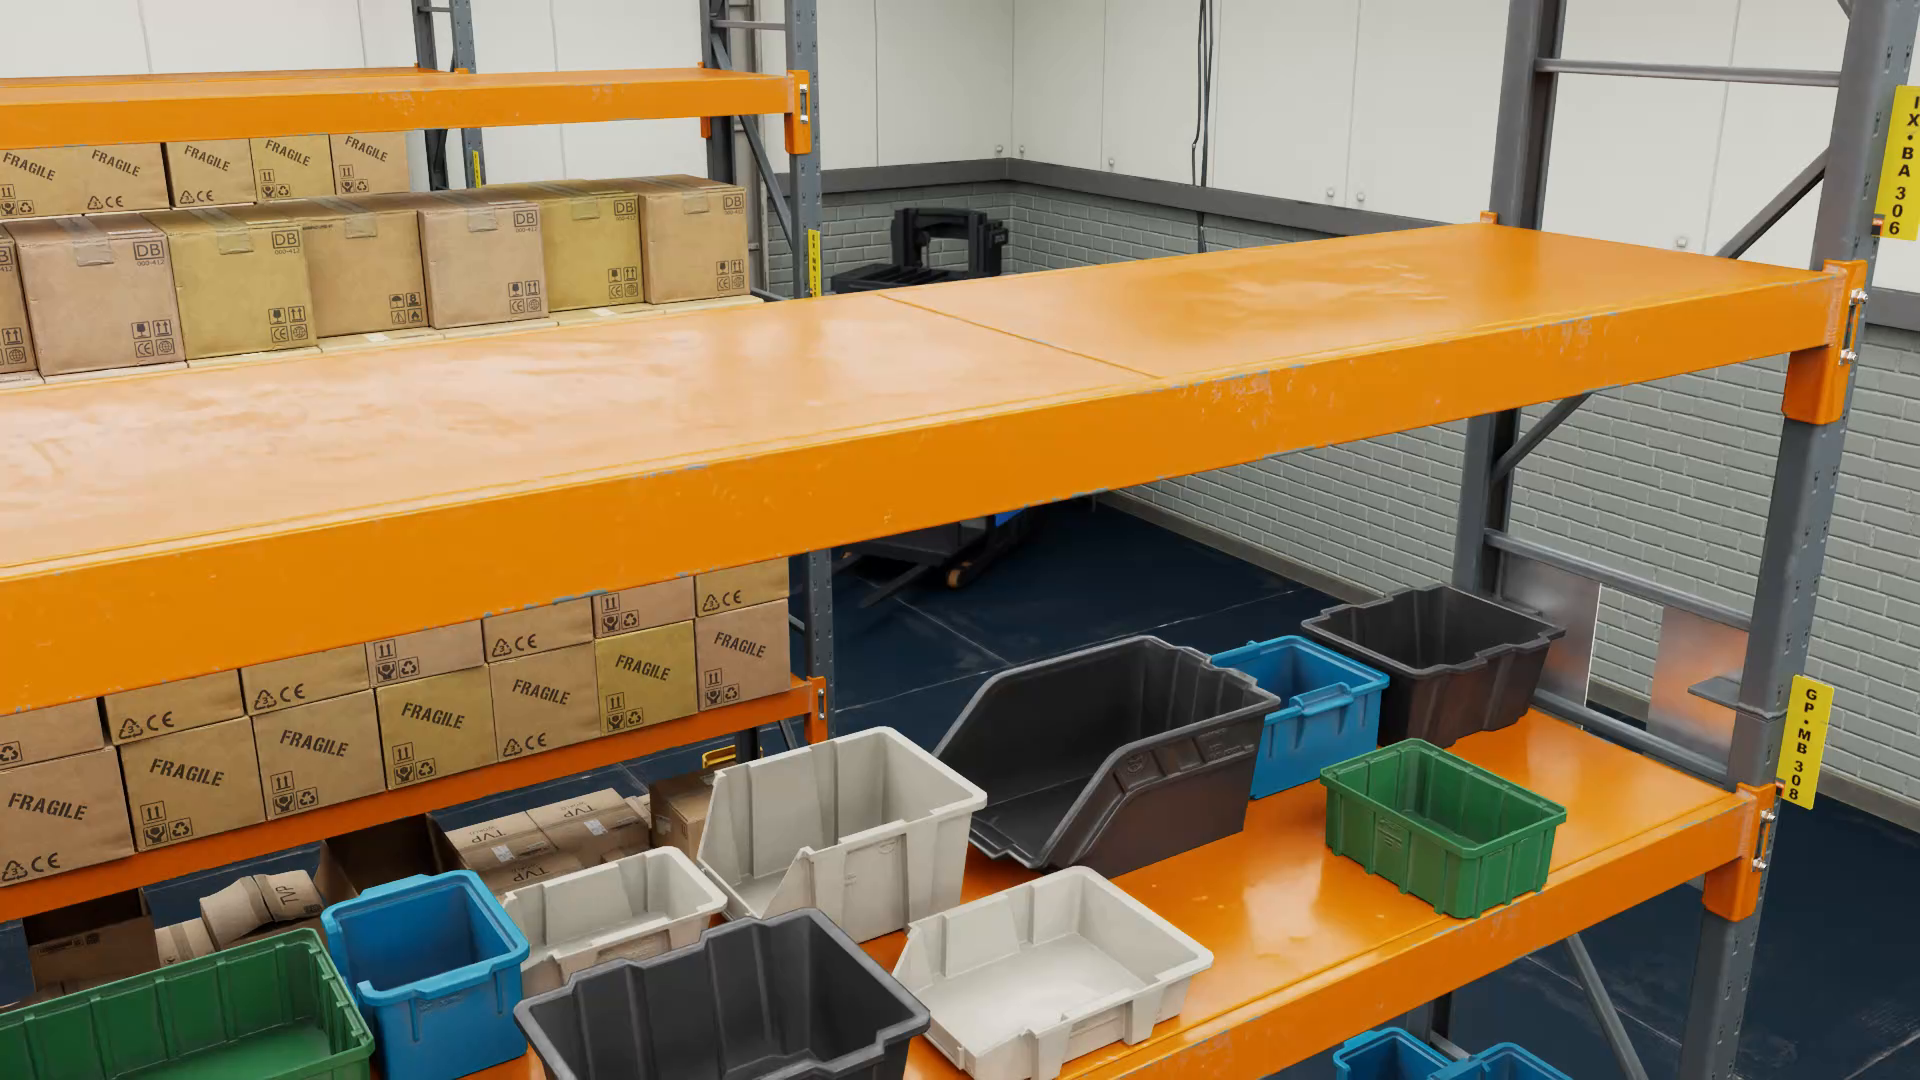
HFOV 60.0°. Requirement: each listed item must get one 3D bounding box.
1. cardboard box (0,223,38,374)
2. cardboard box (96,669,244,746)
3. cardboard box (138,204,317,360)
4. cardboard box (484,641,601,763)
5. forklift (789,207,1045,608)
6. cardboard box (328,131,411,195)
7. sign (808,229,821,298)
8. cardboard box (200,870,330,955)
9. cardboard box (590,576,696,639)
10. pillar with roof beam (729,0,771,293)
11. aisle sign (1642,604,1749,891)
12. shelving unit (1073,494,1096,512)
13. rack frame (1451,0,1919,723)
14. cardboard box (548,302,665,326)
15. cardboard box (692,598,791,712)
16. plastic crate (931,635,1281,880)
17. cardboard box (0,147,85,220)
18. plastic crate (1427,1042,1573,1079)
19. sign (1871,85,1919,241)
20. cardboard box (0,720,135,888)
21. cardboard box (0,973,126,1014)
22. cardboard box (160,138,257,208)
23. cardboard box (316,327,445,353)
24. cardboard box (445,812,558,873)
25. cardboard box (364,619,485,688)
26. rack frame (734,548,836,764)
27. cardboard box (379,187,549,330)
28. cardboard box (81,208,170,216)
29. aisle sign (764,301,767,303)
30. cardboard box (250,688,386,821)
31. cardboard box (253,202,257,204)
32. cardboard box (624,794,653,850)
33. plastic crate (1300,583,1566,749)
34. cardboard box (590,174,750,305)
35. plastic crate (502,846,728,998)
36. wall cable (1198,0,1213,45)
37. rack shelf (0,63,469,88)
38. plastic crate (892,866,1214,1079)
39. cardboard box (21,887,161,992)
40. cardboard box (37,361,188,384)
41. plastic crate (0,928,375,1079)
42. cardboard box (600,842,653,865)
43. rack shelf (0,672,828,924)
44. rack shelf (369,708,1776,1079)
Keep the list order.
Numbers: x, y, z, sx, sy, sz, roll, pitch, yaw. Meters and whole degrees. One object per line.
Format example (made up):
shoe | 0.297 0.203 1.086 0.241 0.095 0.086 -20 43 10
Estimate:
cardboard box | -3.927 -0.936 6.429 0.500 0.500 0.700 -12 22 -31
cardboard box | -3.333 0.482 6.918 0.500 0.500 0.500 -13 22 -33
cardboard box | -3.017 -1.076 6.842 0.500 0.500 0.700 -12 22 -31
cardboard box | -2.047 0.680 7.892 0.500 0.500 0.500 -12 22 -31
forklift | -0.345 -1.149 13.566 1.130 2.935 3.031 9 21 25
cardboard box | -4.160 -2.677 11.546 0.500 0.500 0.500 -12 22 -32
sign | -0.683 -1.291 7.814 0.005 0.325 0.100 -12 22 -31
cardboard box | -3.366 1.859 8.074 0.500 0.311 0.500 -12 22 -31
cardboard box | -1.613 0.118 7.996 0.500 0.500 0.500 -11 22 -30
pillar with roof beam | 0.448 -3.324 10.527 0.400 9.000 9.100 -12 22 -31
aisle sign | 1.971 0.557 4.354 0.004 0.787 0.394 -12 22 -31
shelving unit | 0.840 -0.982 15.308 0.755 1.500 0.431 -9 20 -24
rack frame | 1.750 -1.119 4.004 0.127 3.000 1.000 -12 22 -31
cardboard box | -1.678 -0.943 7.619 0.500 0.250 0.500 -12 22 -31
cardboard box | -1.196 0.502 8.421 0.500 0.500 0.500 -11 22 -30
plastic crate | 0.323 0.527 3.916 0.767 0.338 0.504 -12 22 -31
cardboard box | -5.864 -2.317 10.481 0.500 0.500 0.500 -12 22 -33
plastic crate | 1.573 1.787 4.627 0.499 0.435 0.616 -12 22 -31
sign | 2.066 -0.822 3.629 0.005 0.325 0.100 -12 22 -31
cardboard box | -3.737 1.038 6.836 0.500 0.500 0.500 -11 22 -30
cardboard box | -3.843 2.151 7.209 0.500 0.311 0.500 -12 22 -31
cardboard box | -5.015 -2.497 11.016 0.500 0.500 0.500 -13 23 -34
cardboard box | -2.511 -0.766 7.096 0.500 0.250 0.500 -12 22 -31
cardboard box | -2.417 1.688 8.676 0.500 0.250 0.500 -12 22 -31
cardboard box | -2.473 0.301 7.455 0.500 0.500 0.500 -11 22 -30
rack frame | -0.971 0.397 8.886 0.127 3.000 1.000 -12 22 -31
cardboard box | -2.214 -1.268 7.410 0.500 0.500 0.700 -12 22 -31
cardboard box | -5.460 -2.048 10.858 0.500 0.250 0.500 -13 22 -33
aisle sign | -1.076 -0.925 8.737 0.004 0.787 0.394 -12 22 -31
cardboard box | -2.892 0.859 7.364 0.500 0.500 0.500 -12 22 -32
cardboard box | -4.599 -2.231 11.400 0.500 0.250 0.500 -13 23 -33
cardboard box | -1.719 1.557 9.193 0.250 0.166 0.380 -12 22 -31
plastic crate | 1.275 0.357 4.525 0.590 0.269 0.497 -12 22 -31
cardboard box | -1.391 -1.450 7.949 0.500 0.500 0.700 -12 22 -31
plastic crate | -0.738 0.806 3.406 0.466 0.136 0.293 -12 22 -31
wall cable | 2.709 -4.868 12.054 0.112 2.526 3.097 -12 22 -31
rack shelf | -5.369 -2.886 10.979 4.000 0.370 1.077 -12 22 -31
plastic crate | 0.160 0.857 3.254 0.530 0.136 0.437 -12 22 -31
cardboard box | -3.992 1.901 7.653 0.500 0.500 0.500 -12 22 -31
cardboard box | -3.353 -0.593 6.584 0.500 0.250 0.500 -12 22 -31
plastic crate | -1.403 0.951 2.894 0.662 0.188 0.450 -12 22 -31
cardboard box | -1.678 1.740 8.651 0.250 0.166 0.380 -12 22 -31
rack shelf | -2.642 1.090 7.959 4.000 0.370 1.077 -12 22 -31
rack shelf | 0.079 0.995 3.558 4.000 0.370 1.077 -12 22 -31
